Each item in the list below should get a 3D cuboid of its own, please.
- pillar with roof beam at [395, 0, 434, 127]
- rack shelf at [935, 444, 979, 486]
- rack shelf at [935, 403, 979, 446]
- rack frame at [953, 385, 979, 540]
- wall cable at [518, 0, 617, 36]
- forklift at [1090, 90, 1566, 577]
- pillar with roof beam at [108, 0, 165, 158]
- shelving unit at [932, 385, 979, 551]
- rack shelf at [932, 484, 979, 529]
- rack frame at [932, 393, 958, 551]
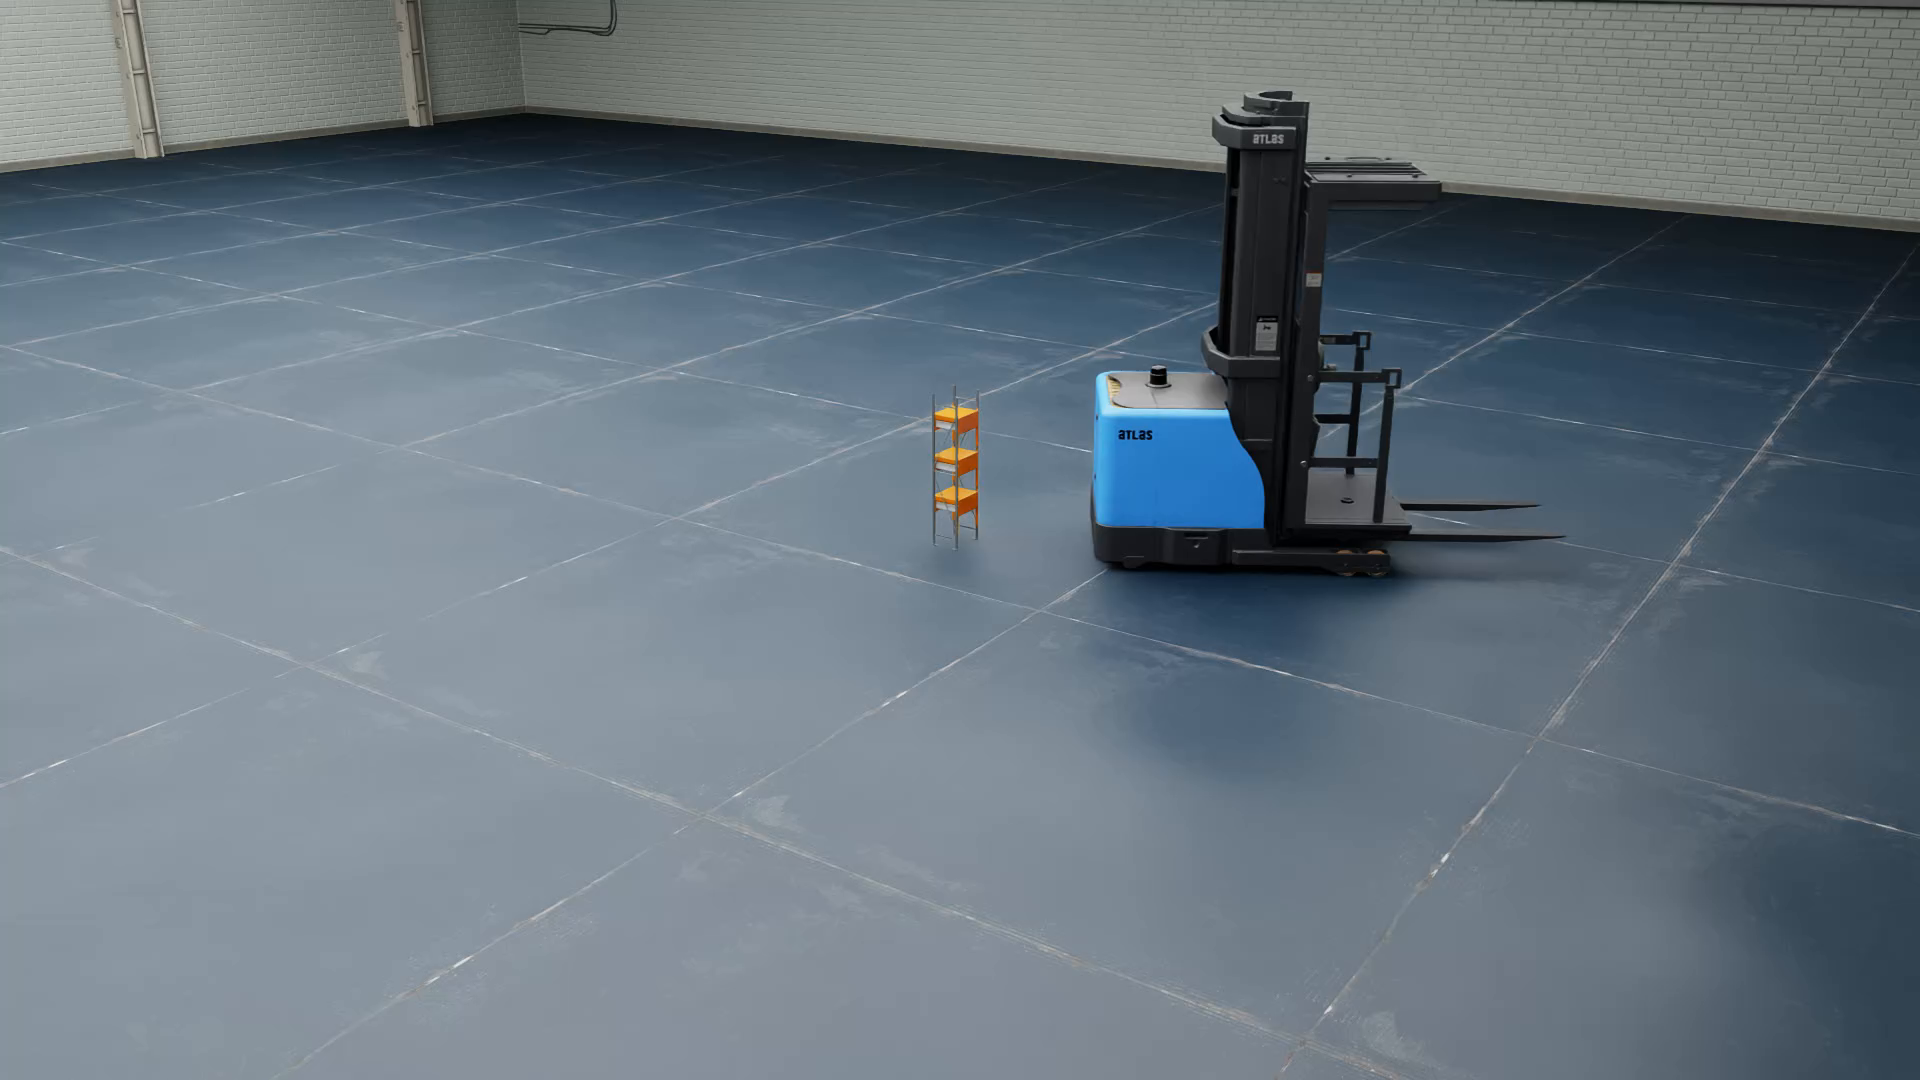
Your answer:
[{"bbox_3d":[-7.637,-11.996,30.725,9.100,9.000,0.400,13,24,32],"label":"pillar with roof beam"},{"bbox_3d":[-0.030,-0.467,11.045,0.215,0.259,0.240,13,24,32],"label":"rack shelf"},{"bbox_3d":[-0.030,-0.733,10.947,0.215,0.259,0.240,13,24,32],"label":"rack shelf"},{"bbox_3d":[0.038,-0.512,11.136,0.200,1.050,0.008,13,24,32],"label":"rack frame"},{"bbox_3d":[-8.448,-11.967,35.121,3.097,2.526,0.112,13,24,32],"label":"wall cable"},{"bbox_3d":[2.402,-1.328,10.631,3.031,2.935,1.130,1,20,2],"label":"forklift"},{"bbox_3d":[-11.010,-10.275,26.071,9.100,9.000,0.400,13,24,32],"label":"pillar with roof beam"},{"bbox_3d":[-0.030,-0.477,11.041,0.215,1.050,0.252,13,24,32],"label":"shelving unit"},{"bbox_3d":[-0.030,-0.206,11.141,0.215,0.259,0.240,13,24,32],"label":"rack shelf"},{"bbox_3d":[-0.099,-0.442,10.947,0.200,1.050,0.008,13,24,32],"label":"rack frame"}]
